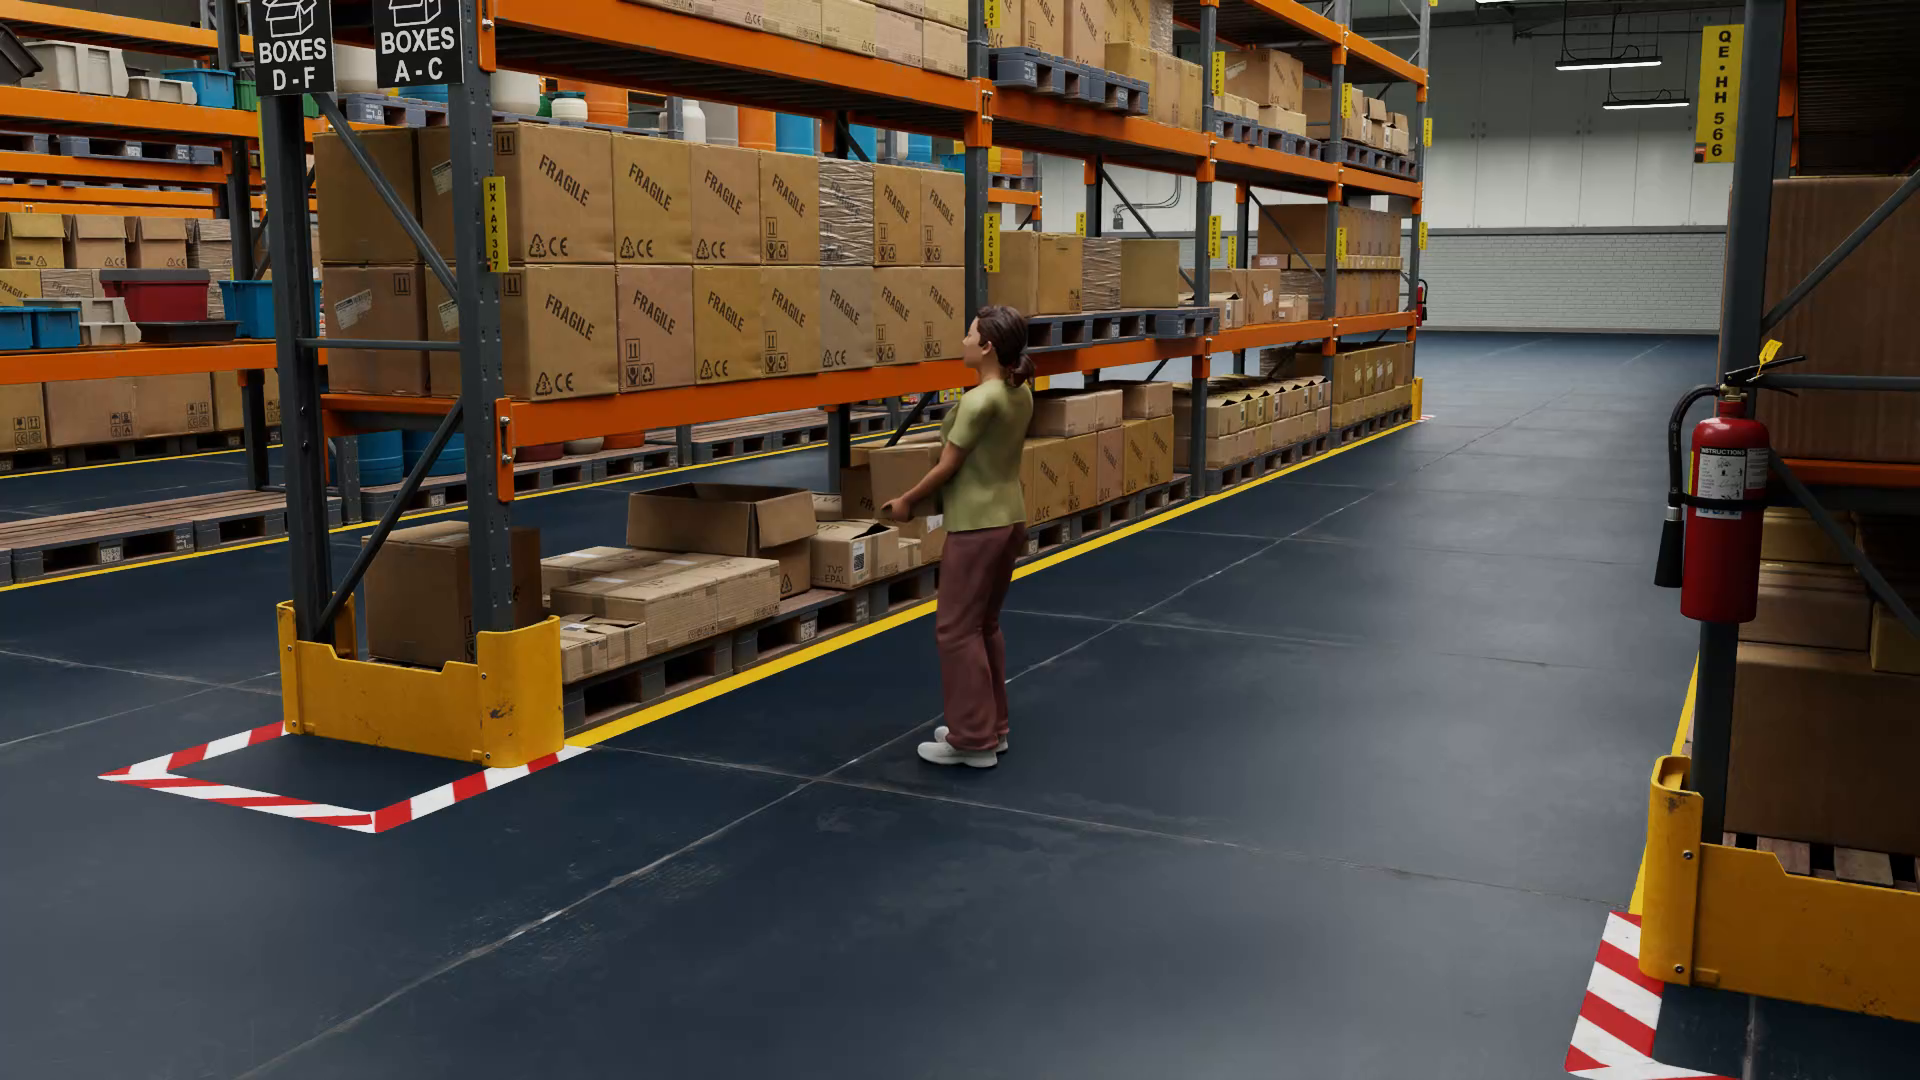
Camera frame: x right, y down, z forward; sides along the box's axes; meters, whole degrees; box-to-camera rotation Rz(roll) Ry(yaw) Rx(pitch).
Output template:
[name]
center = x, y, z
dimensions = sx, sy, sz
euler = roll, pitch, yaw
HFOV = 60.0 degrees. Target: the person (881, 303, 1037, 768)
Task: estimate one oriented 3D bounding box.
[person]
center = 0.018, -0.021, 6.040
dimensions = 0.559, 1.662, 0.427
euler = 5, 10, 26
